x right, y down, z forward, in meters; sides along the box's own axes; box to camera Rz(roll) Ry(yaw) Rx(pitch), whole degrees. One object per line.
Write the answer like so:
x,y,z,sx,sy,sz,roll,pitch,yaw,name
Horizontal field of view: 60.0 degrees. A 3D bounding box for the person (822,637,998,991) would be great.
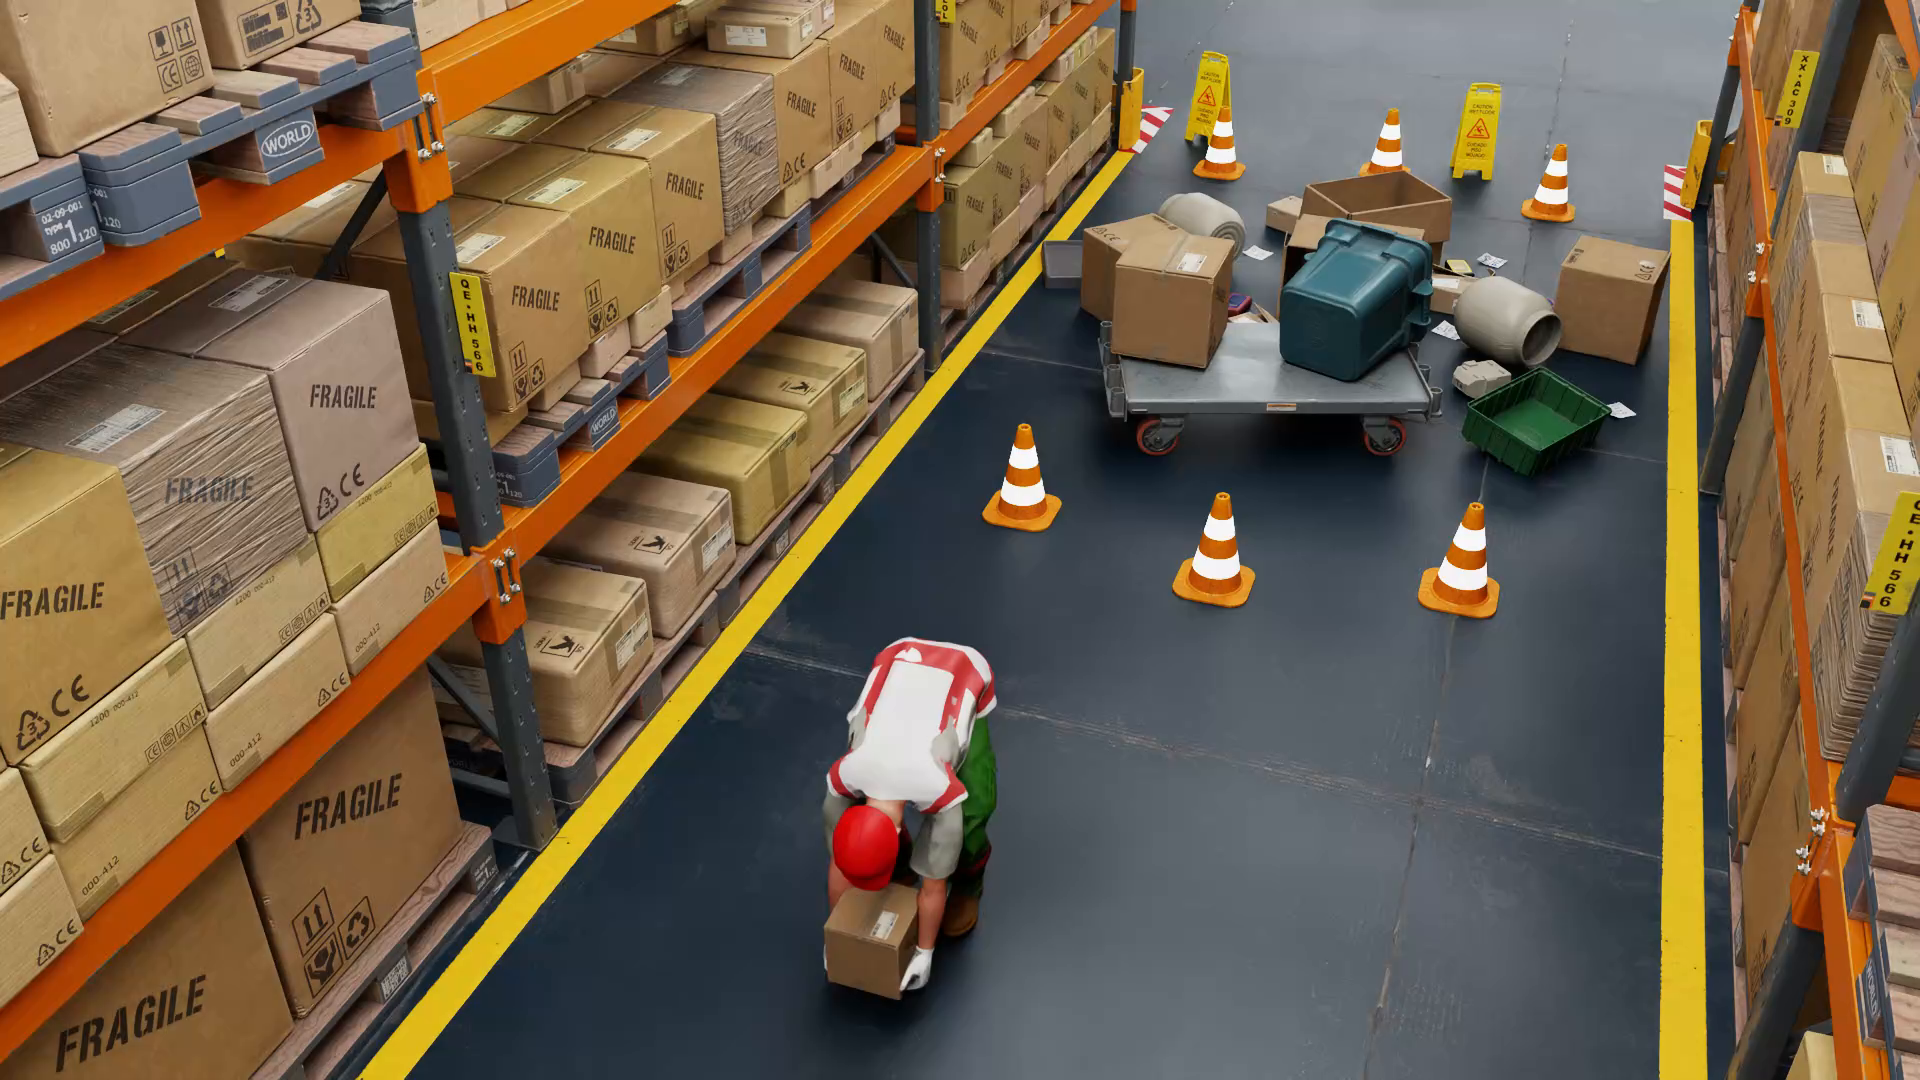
-0.170,0.925,5.377,0.522,1.036,0.957,9,34,14,person
